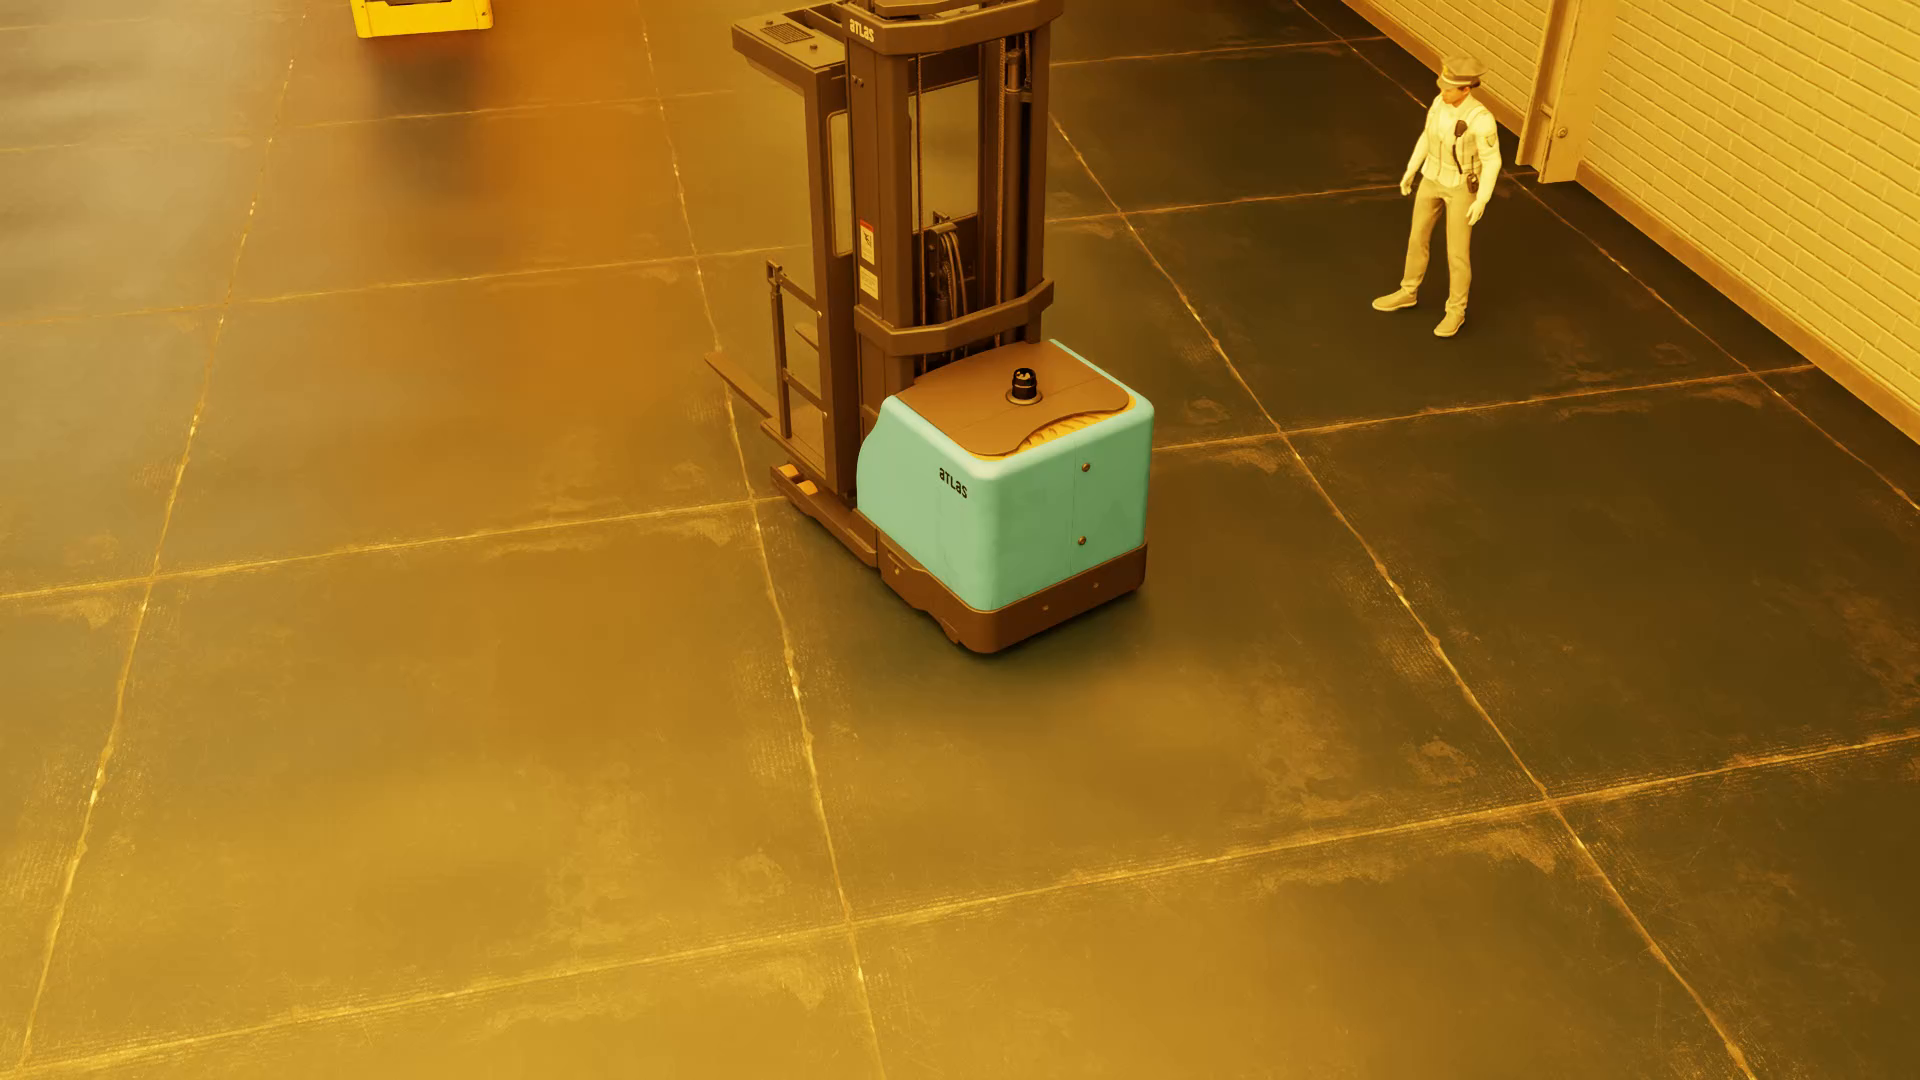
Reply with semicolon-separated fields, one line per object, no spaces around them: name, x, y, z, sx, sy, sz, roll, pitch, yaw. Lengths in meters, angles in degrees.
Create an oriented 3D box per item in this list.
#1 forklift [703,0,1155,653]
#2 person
forklift;-0.350;-1.480;8.107;1.130;2.935;3.031;-22;41;-28
person;2.940;-2.112;10.074;0.417;1.670;0.633;-22;41;-28
